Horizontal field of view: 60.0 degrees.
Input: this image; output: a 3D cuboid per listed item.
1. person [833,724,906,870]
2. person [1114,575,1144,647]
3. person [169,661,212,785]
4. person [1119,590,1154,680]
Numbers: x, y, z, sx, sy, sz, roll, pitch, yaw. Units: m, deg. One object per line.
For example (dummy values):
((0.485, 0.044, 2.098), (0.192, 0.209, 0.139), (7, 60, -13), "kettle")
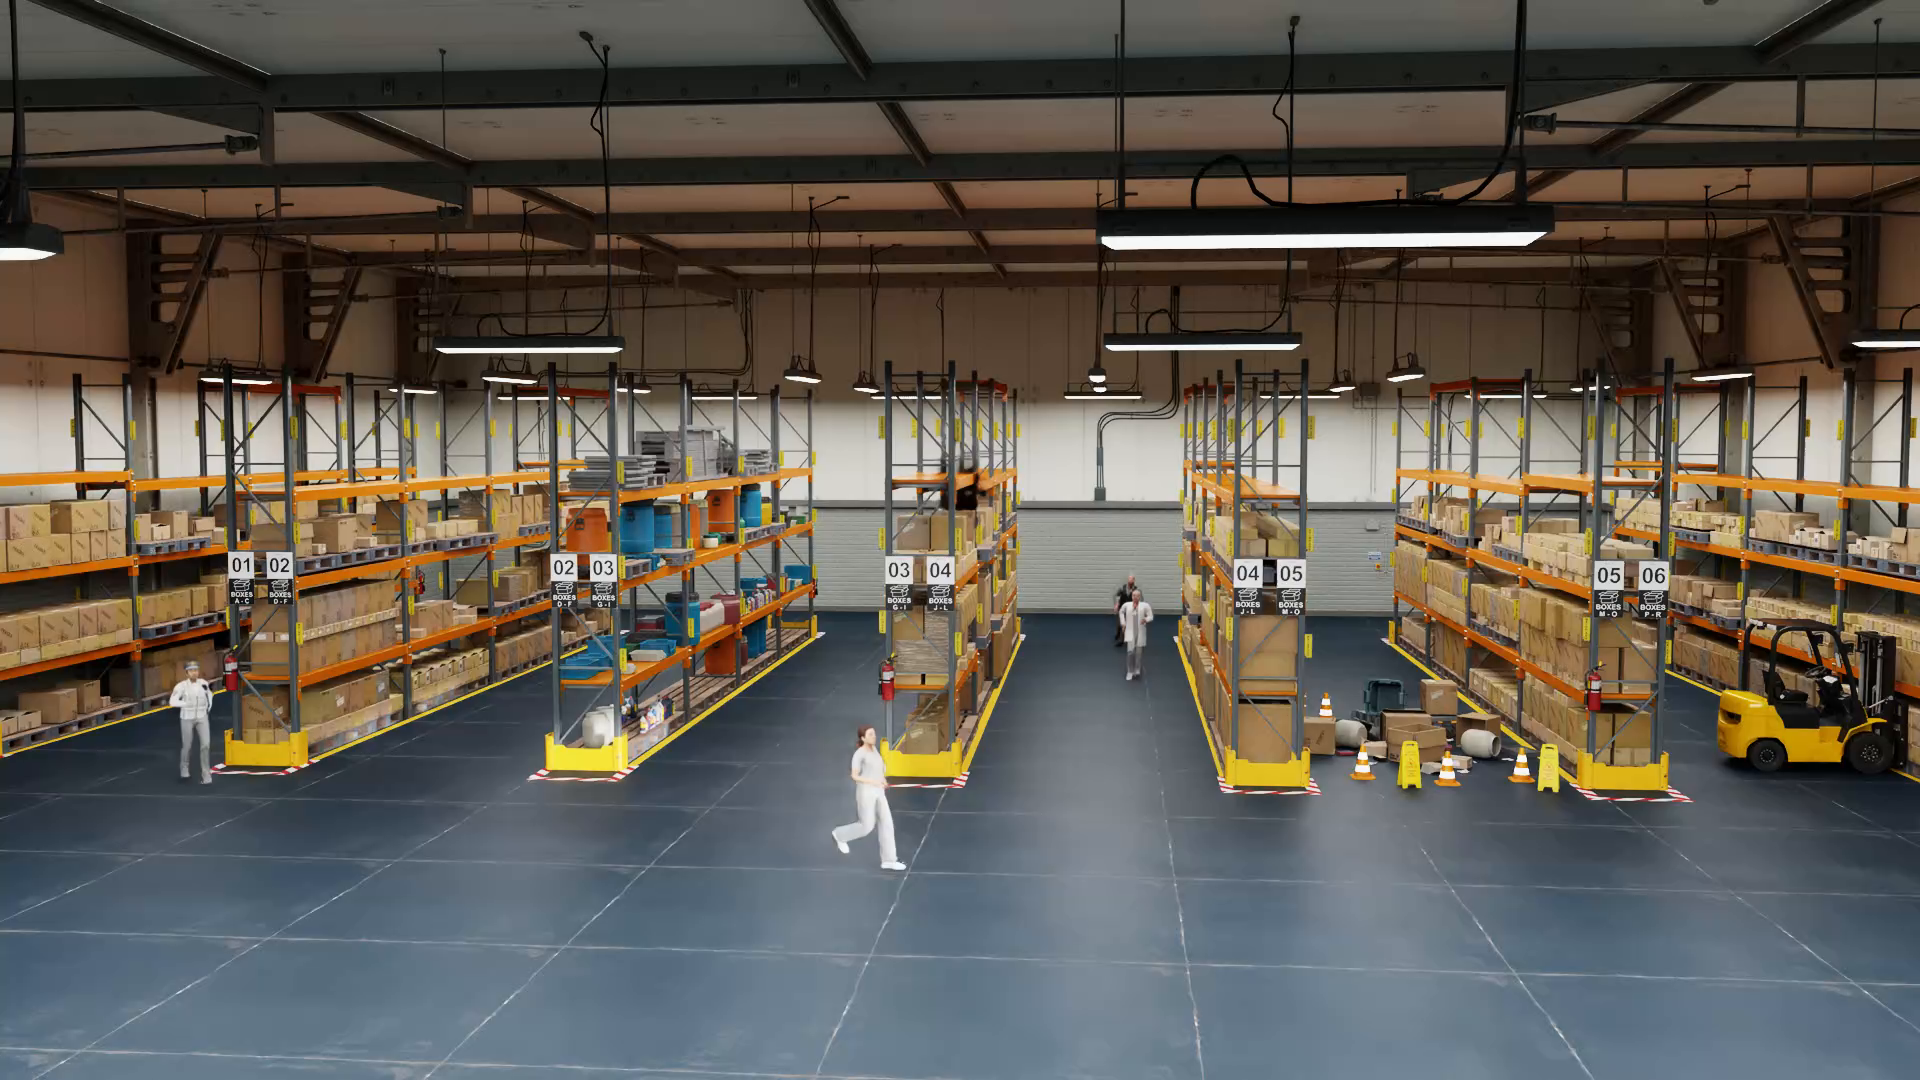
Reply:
((-1.022, 2.922, 19.047), (0.970, 1.633, 0.584), (3, 5, 34), "person")
((3.909, 1.639, 38.596), (0.702, 1.655, 0.687), (1, 4, 9), "person")
((-10.923, 2.588, 23.695), (0.612, 1.746, 0.740), (-3, 5, -37), "person")
((3.558, 1.926, 33.545), (0.688, 1.839, 0.836), (0, 4, 5), "person")
